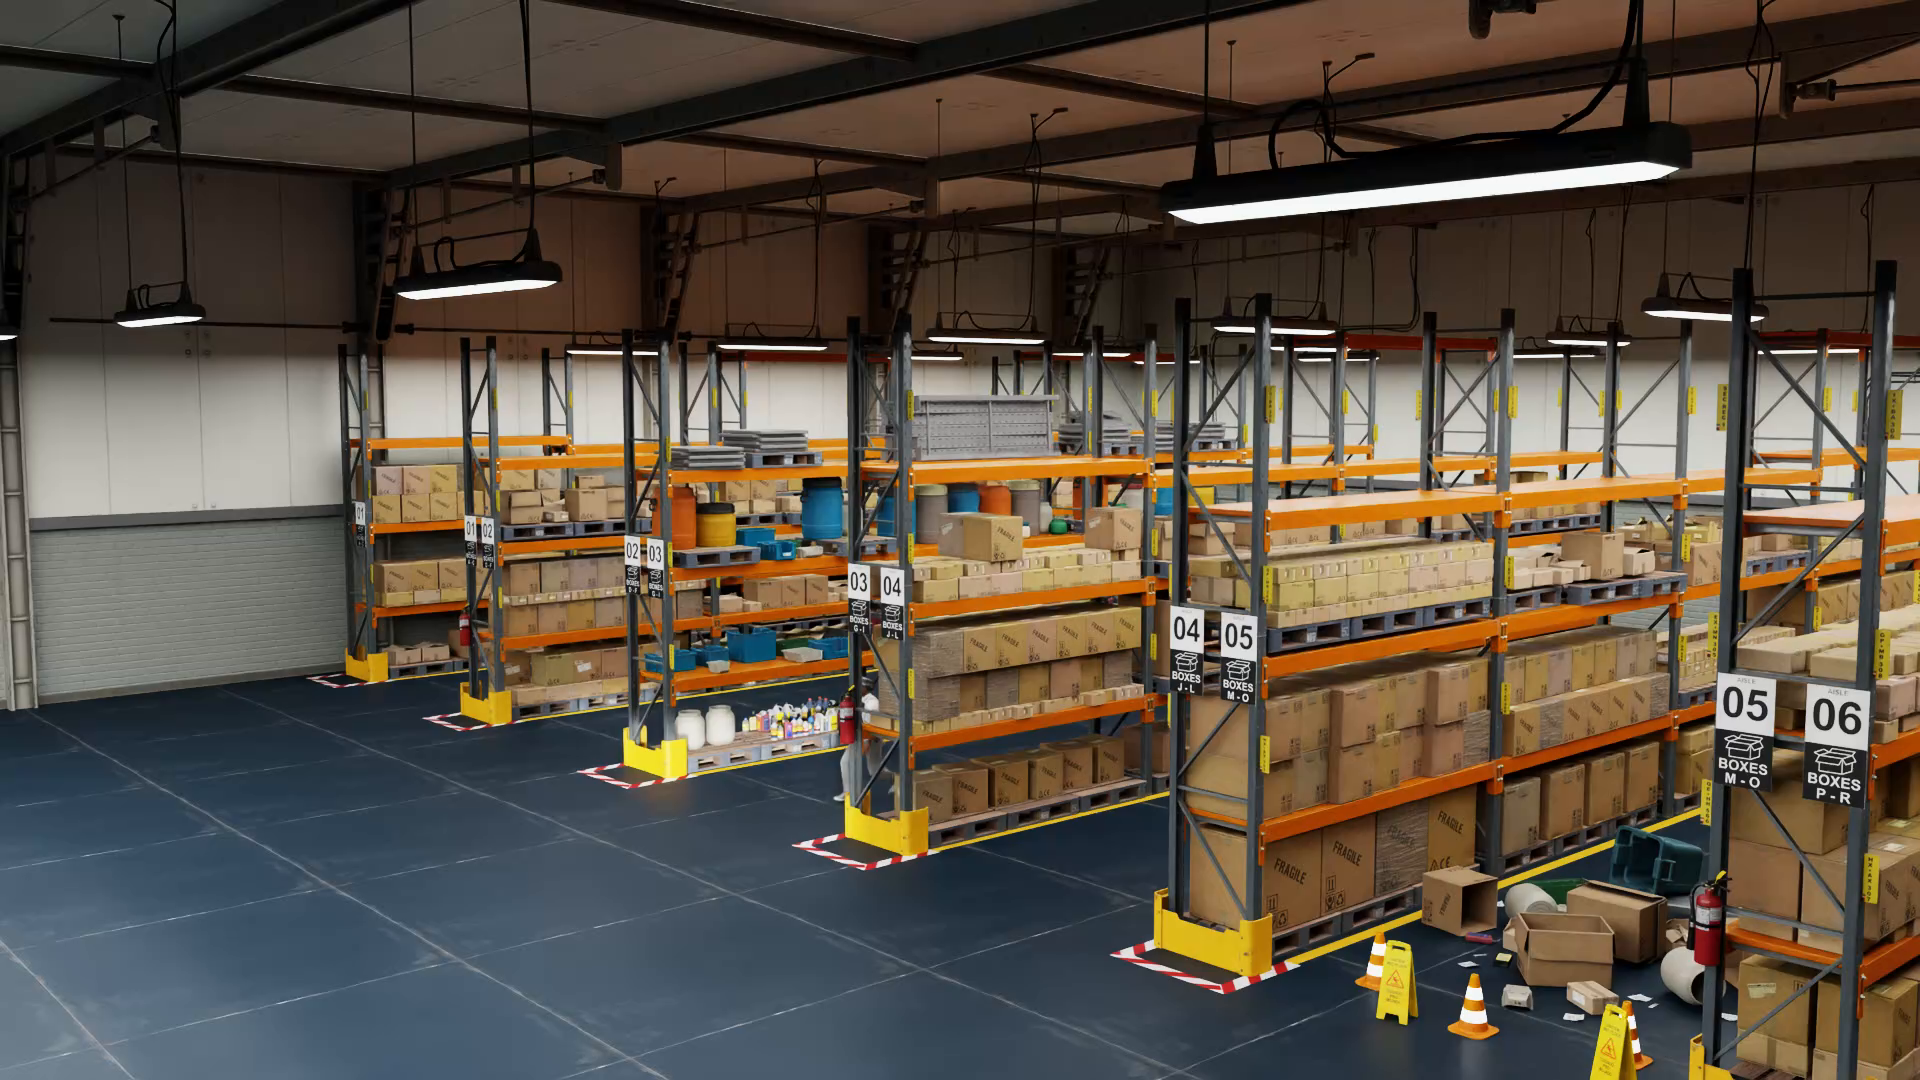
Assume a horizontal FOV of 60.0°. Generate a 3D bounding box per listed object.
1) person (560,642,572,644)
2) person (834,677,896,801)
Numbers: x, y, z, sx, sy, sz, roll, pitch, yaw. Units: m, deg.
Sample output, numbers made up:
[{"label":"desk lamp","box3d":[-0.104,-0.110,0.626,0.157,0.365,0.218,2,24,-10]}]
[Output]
[{"label":"person","box3d":[-6.824,1.694,29.045,0.629,1.765,0.689,4,6,37]},{"label":"person","box3d":[-1.177,2.497,21.073,0.976,1.541,0.434,-3,6,-34]}]
